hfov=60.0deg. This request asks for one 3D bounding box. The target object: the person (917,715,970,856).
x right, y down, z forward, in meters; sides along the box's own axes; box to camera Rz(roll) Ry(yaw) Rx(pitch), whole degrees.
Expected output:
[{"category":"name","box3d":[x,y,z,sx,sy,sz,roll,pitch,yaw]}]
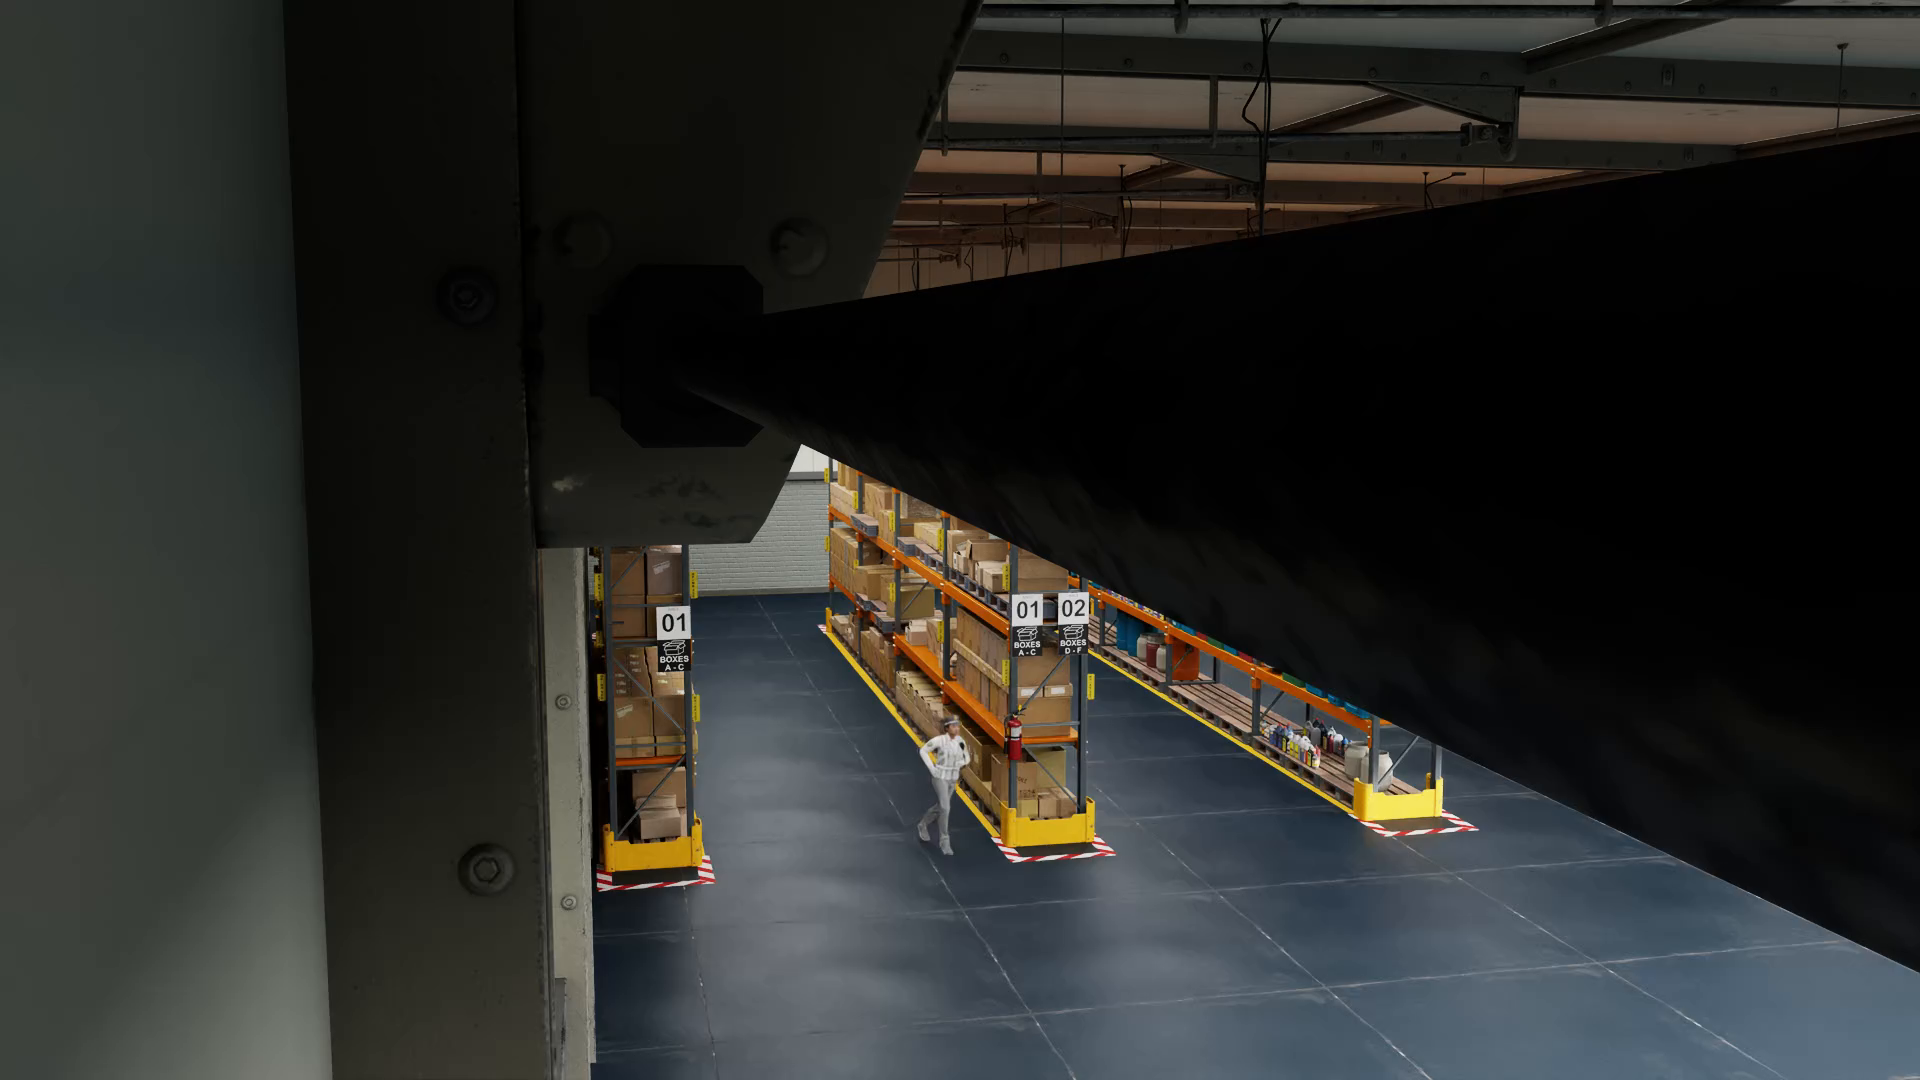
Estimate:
[{"category":"person","box3d":[-0.171,3.036,20.956,0.608,1.736,0.788,-5,9,-38]}]
